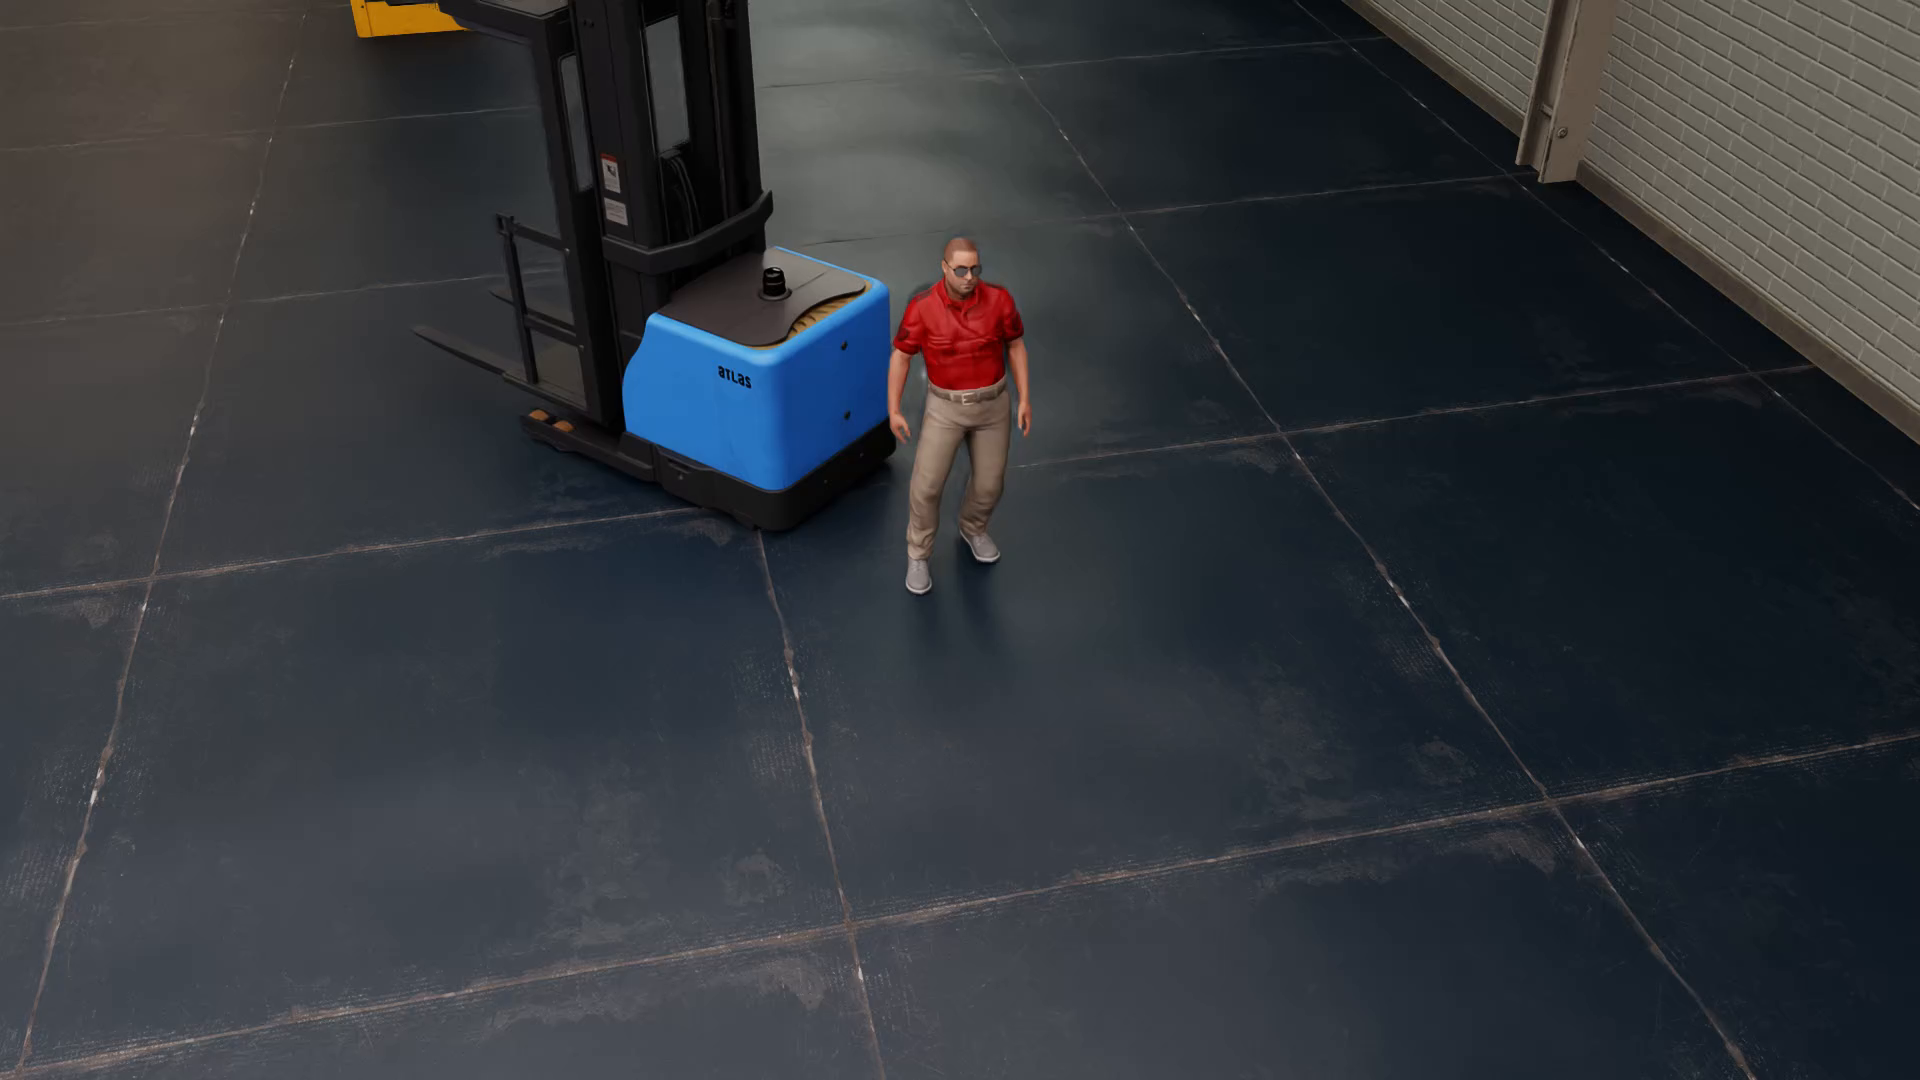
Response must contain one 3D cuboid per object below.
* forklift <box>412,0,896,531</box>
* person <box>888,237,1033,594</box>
[{"bbox_3d":[-1.847,-1.913,8.708,3.031,2.935,1.130,22,41,28],"label":"forklift"},{"bbox_3d":[0.009,-0.584,7.934,0.690,1.711,0.556,-5,36,-7],"label":"person"}]
